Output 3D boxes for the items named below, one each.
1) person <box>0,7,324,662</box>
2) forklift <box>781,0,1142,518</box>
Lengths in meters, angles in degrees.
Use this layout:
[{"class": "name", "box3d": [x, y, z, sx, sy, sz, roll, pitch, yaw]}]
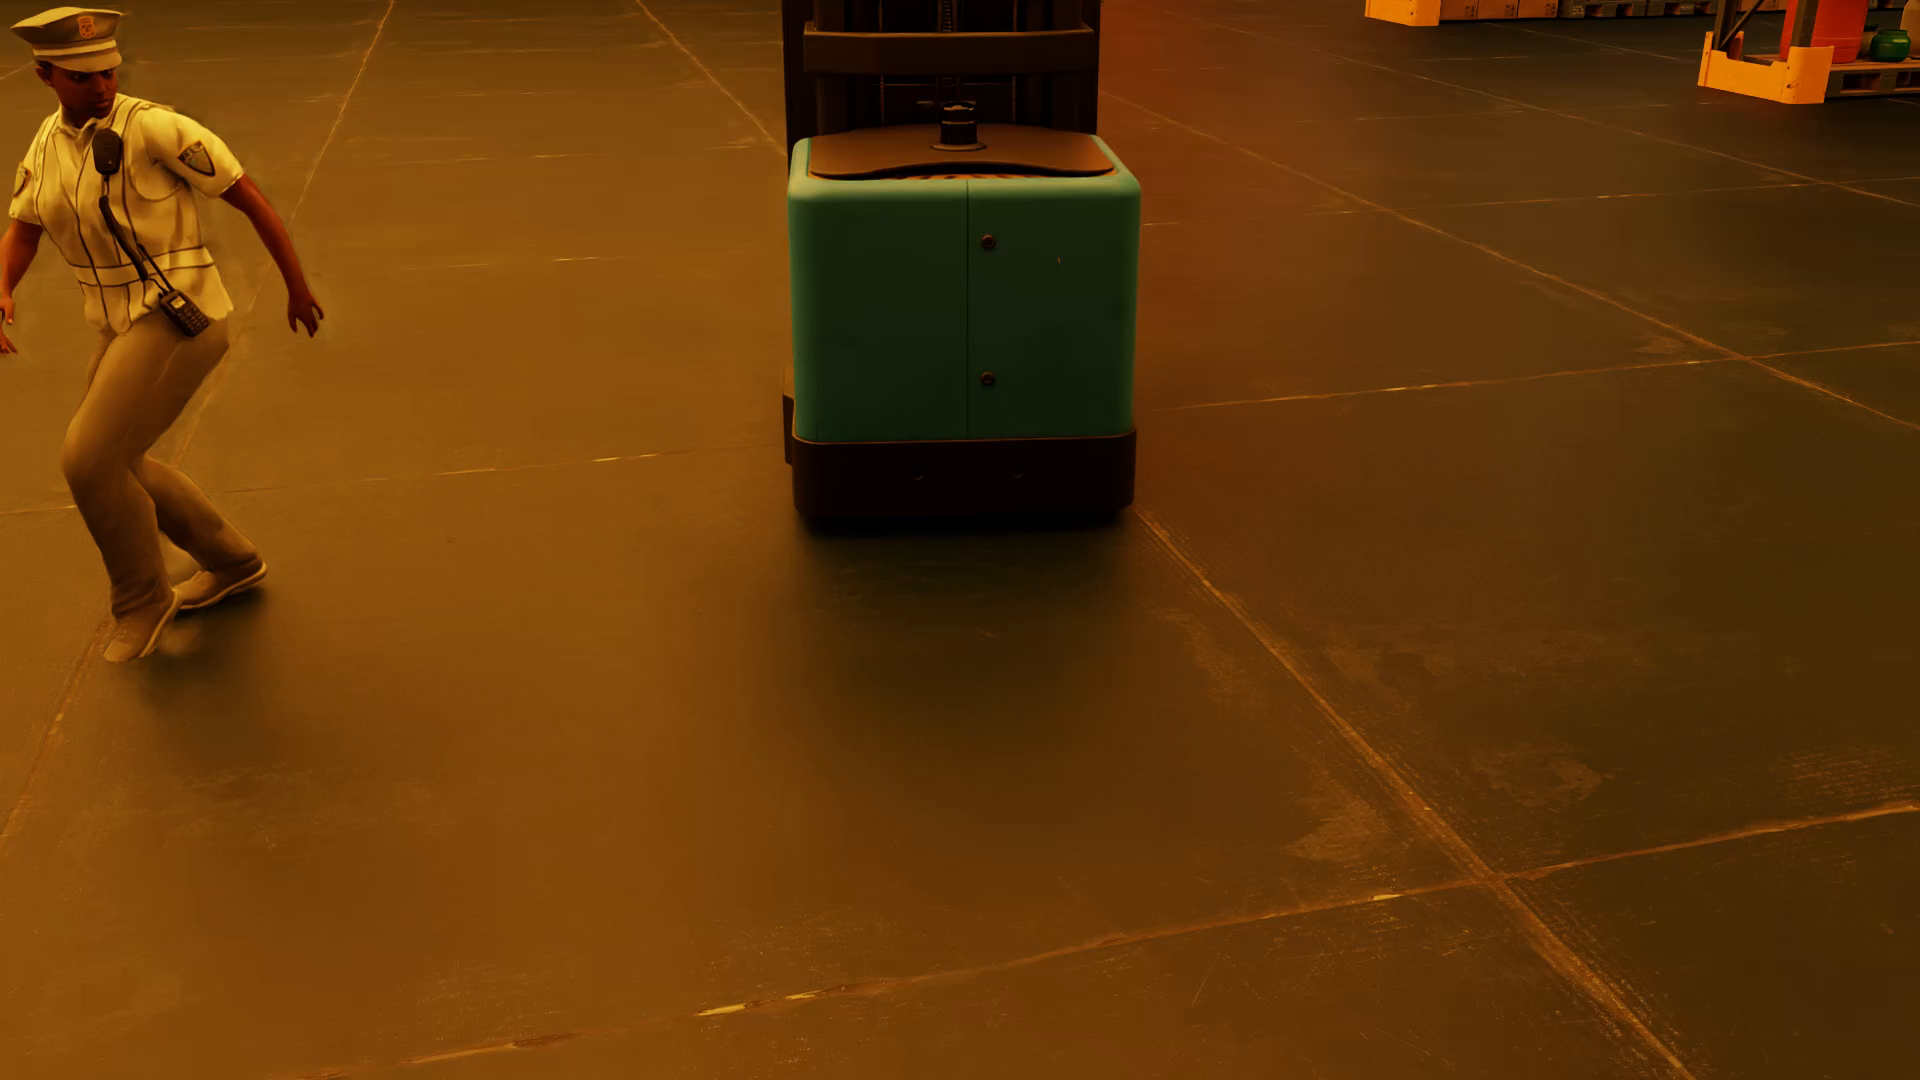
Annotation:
[{"class": "person", "box3d": [-2.096, -0.508, 4.288, 0.542, 1.663, 0.744, 18, 29, 35]}, {"class": "forklift", "box3d": [-0.082, -1.950, 5.892, 1.130, 2.935, 3.031, -2, 23, -4]}]
